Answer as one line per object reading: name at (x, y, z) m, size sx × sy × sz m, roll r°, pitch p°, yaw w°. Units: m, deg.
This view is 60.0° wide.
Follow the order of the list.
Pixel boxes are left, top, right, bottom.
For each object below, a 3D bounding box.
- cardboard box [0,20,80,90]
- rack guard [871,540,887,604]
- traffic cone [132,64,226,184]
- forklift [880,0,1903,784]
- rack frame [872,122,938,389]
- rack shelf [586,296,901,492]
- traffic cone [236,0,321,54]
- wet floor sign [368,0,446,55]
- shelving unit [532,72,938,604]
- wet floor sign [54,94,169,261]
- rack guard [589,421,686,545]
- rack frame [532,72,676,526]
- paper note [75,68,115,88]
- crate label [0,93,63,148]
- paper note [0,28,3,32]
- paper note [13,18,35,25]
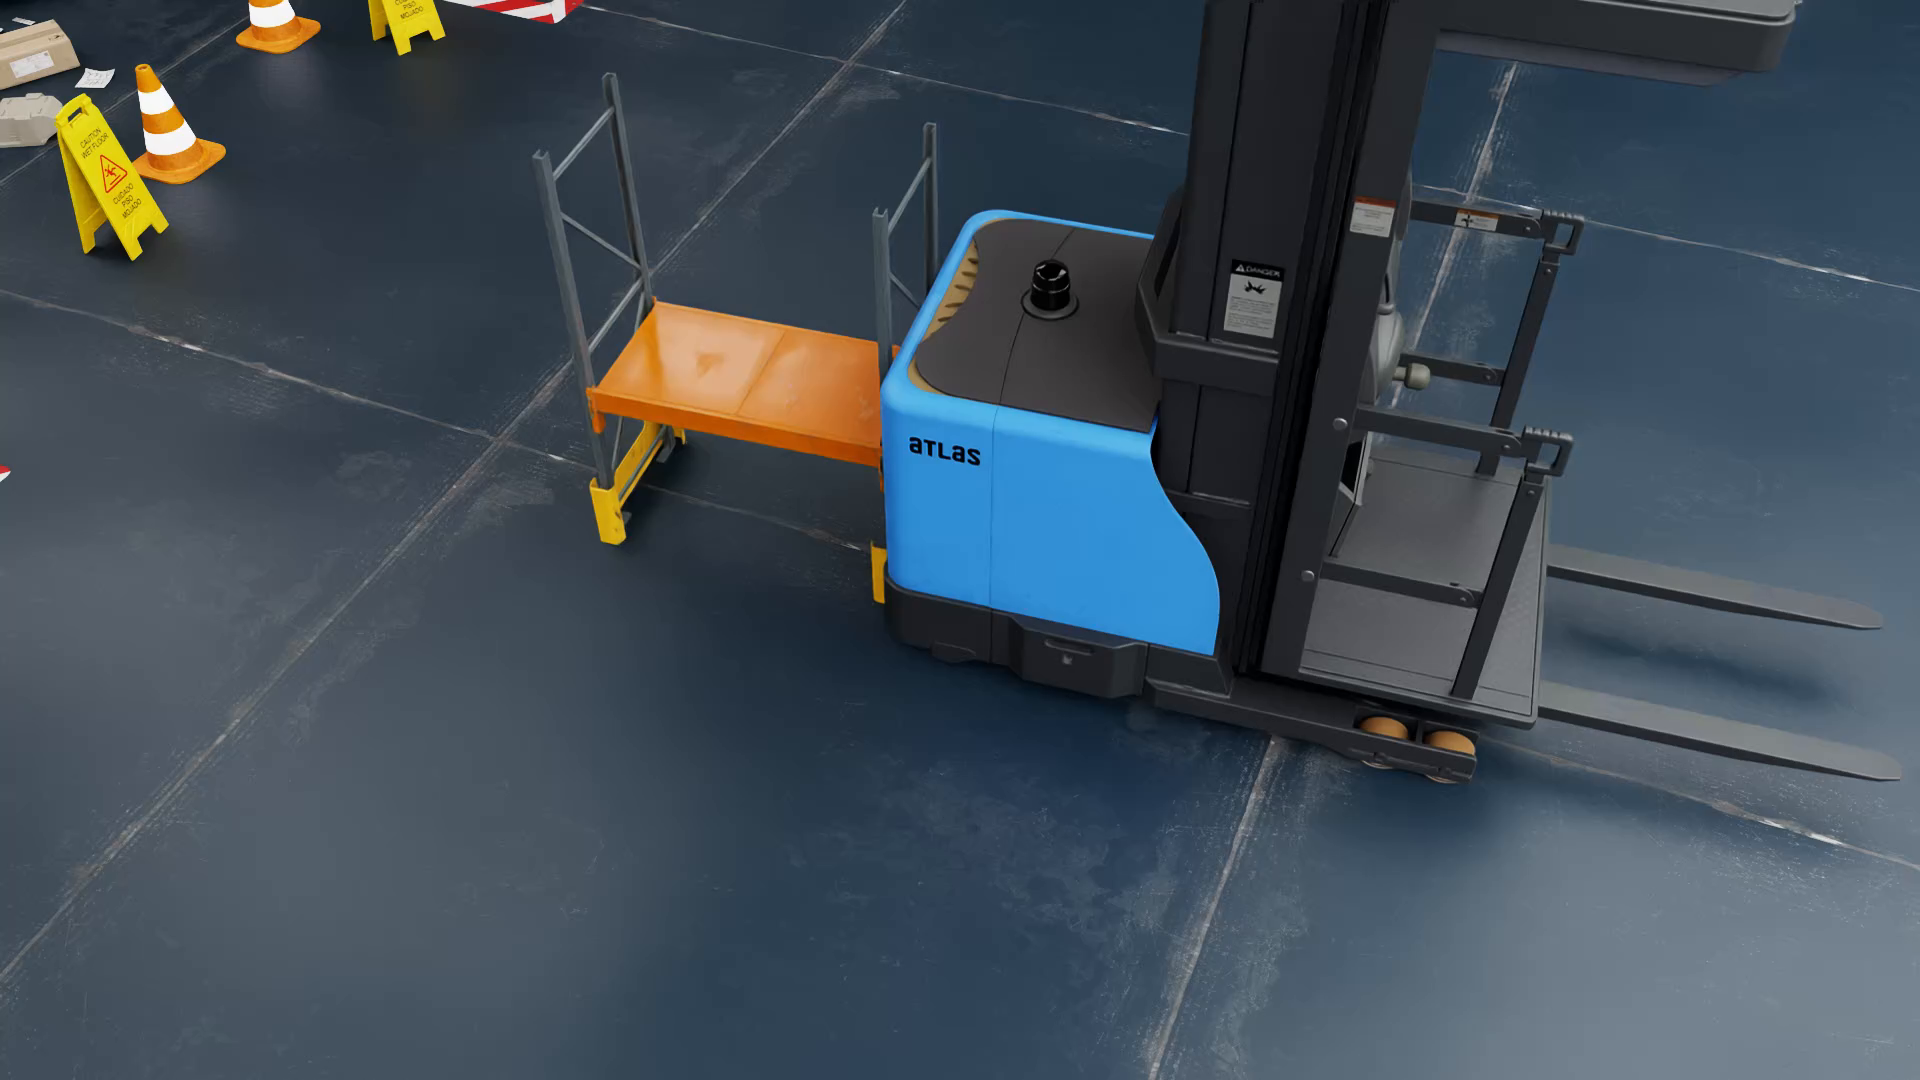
cardboard box at (-4.483, -2.332, 7.989) m, size 0.380 × 0.149 × 0.250 m, roll -28°, pitch 51°, yaw -25°
rack guard at (-0.172, -0.076, 5.649) m, size 0.087 × 0.250 × 0.587 m, roll 12°, pitch 46°, yaw 12°
traffic cone at (-3.503, -1.865, 7.296) m, size 0.334 × 0.463 × 0.336 m, roll 16°, pitch 47°, yaw 16°
forklift at (1.334, -0.727, 4.402) m, size 3.031 × 2.935 × 1.130 m, roll 12°, pitch 46°, yaw 12°
rack frame at (-0.153, -0.515, 5.204) m, size 0.032 × 1.500 × 0.500 m, roll 12°, pitch 46°, yaw 12°
rack shelf at (-0.641, -0.489, 5.433) m, size 1.000 × 0.185 × 0.538 m, roll 12°, pitch 46°, yaw 12°
traffic cone at (-3.390, -2.680, 8.115) m, size 0.334 × 0.463 × 0.336 m, roll 16°, pitch 47°, yaw 16°
wet floor sign at (-2.733, -2.719, 8.026) m, size 0.232 × 0.644 × 0.267 m, roll 33°, pitch 54°, yaw 29°
shelving unit at (-0.649, -0.619, 5.308) m, size 1.083 × 1.500 × 0.587 m, roll 12°, pitch 46°, yaw 12°
wet floor sign at (-3.520, -1.499, 6.799) m, size 0.232 × 0.644 × 0.267 m, roll 9°, pitch 46°, yaw 9°
rack guard at (-1.127, -0.275, 5.850) m, size 0.087 × 0.250 × 0.587 m, roll 12°, pitch 46°, yaw 12°
rack frame at (-1.128, -0.719, 5.409) m, size 0.032 × 1.500 × 0.500 m, roll 12°, pitch 46°, yaw 12°
paper note at (-4.135, -2.211, 7.950) m, size 0.142 × 0.019 × 0.148 m, roll 2°, pitch 45°, yaw 2°
crate label at (-4.253, -1.923, 7.585) m, size 0.298 × 0.136 × 0.250 m, roll -5°, pitch 45°, yaw -5°
paper note at (-4.861, -2.535, 8.284) m, size 0.142 × 0.019 × 0.148 m, roll 33°, pitch 54°, yaw 29°
paper note at (-4.712, -2.610, 8.367) m, size 0.123 × 0.001 × 0.032 m, roll 16°, pitch 47°, yaw 16°
